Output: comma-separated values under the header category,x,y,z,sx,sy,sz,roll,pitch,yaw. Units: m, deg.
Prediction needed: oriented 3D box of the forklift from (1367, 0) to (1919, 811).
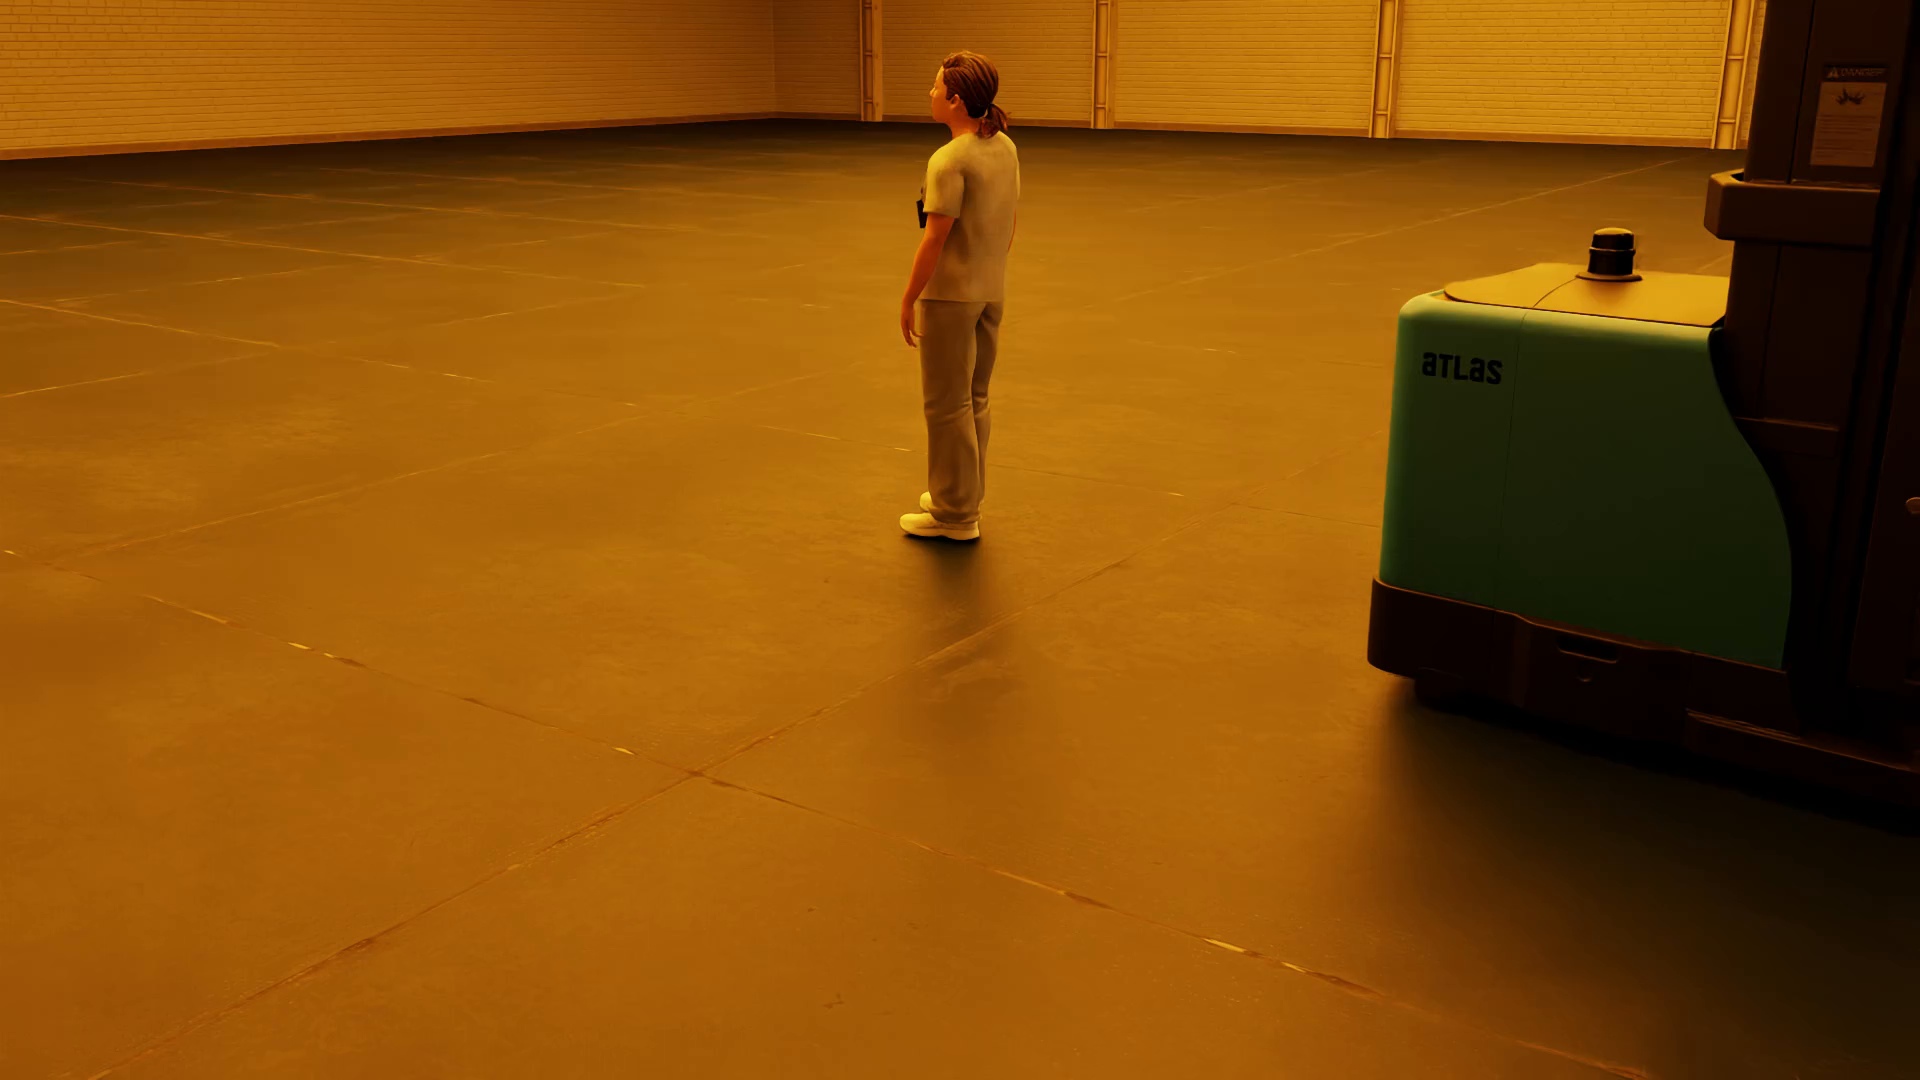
category,x,y,z,sx,sy,sz,roll,pitch,yaw
forklift,2.578,-0.833,3.620,3.031,2.935,1.130,13,21,38

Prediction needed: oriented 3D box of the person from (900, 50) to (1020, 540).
category,x,y,z,sx,sy,sz,roll,pitch,yaw
person,-0.053,-0.819,5.759,0.549,1.663,0.549,11,20,33
